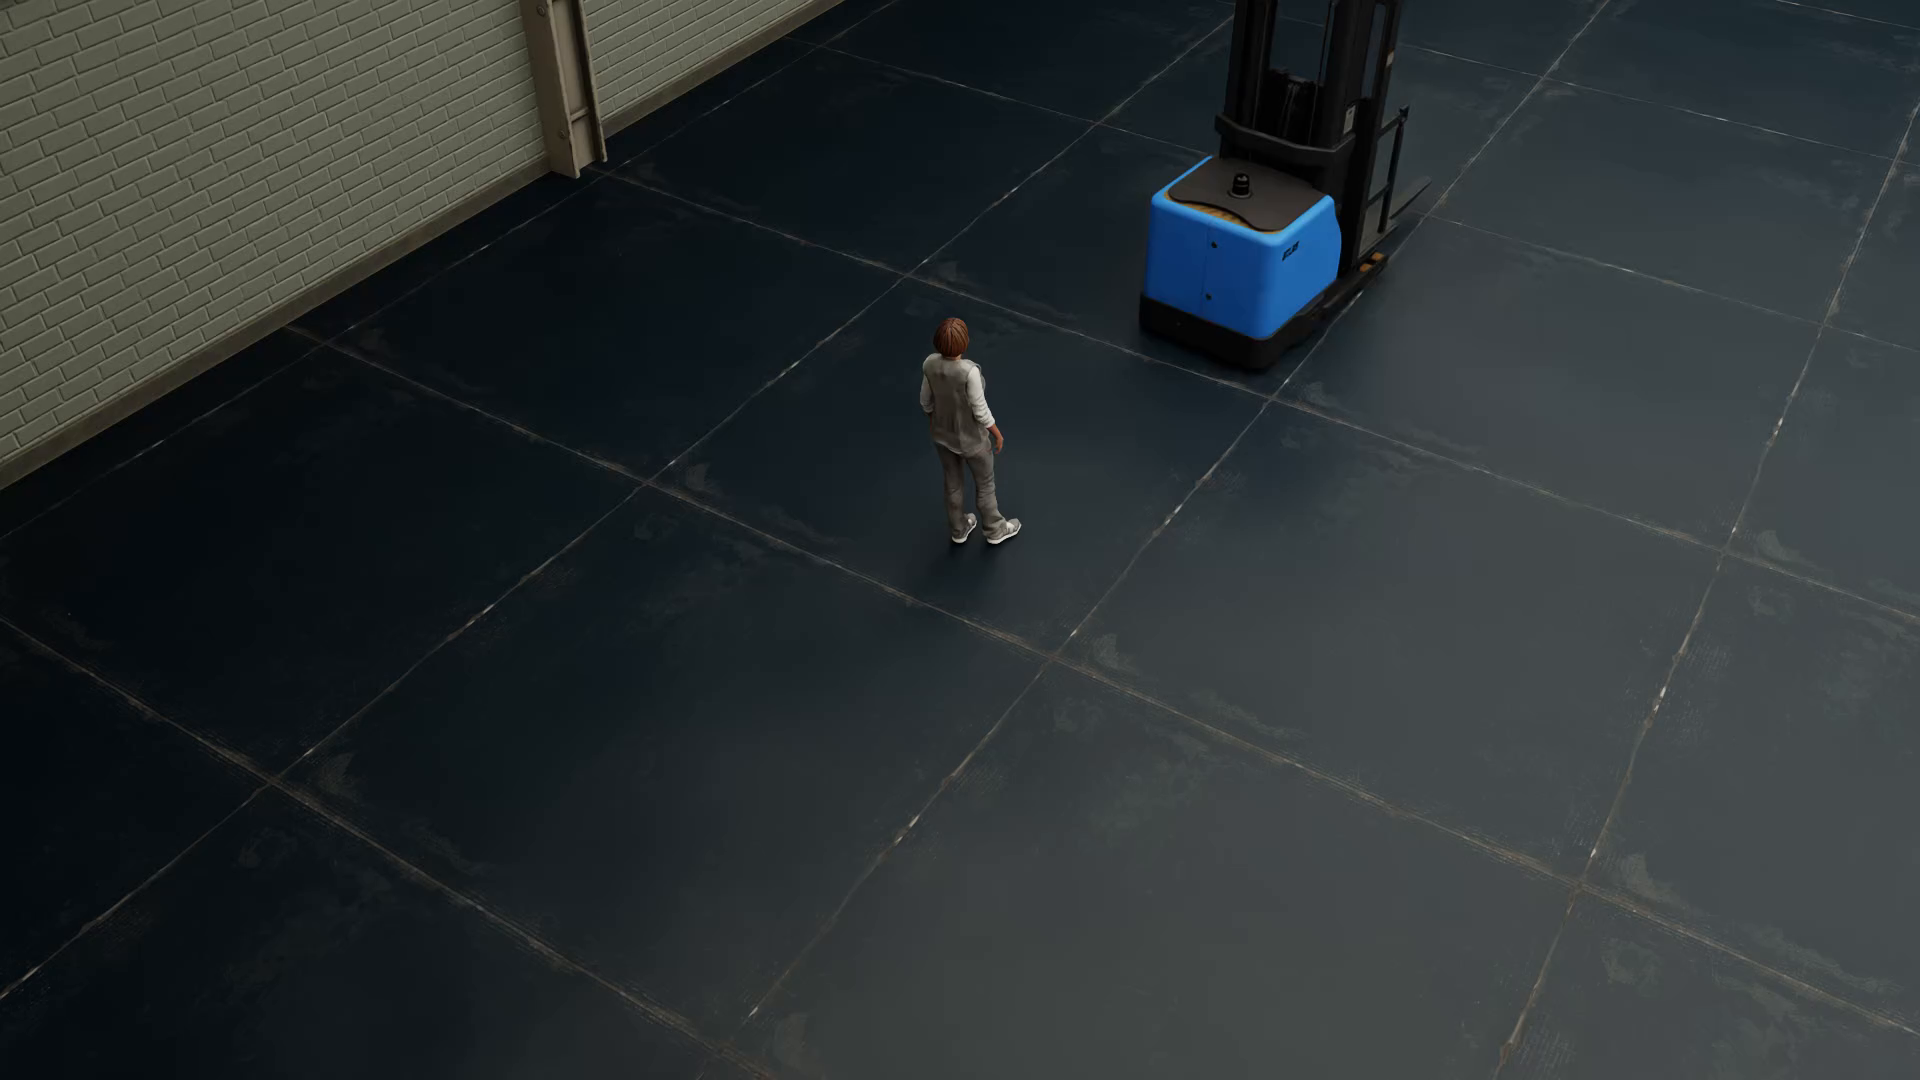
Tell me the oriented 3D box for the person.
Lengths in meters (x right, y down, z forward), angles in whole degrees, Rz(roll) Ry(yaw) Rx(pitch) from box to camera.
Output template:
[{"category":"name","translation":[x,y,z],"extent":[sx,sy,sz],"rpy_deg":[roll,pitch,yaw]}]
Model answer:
[{"category":"person","translation":[0.051,-0.650,9.754],"extent":[0.520,1.597,0.475],"rpy_deg":[22,45,24]}]

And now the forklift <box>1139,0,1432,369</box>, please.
[{"category":"forklift","translation":[2.589,-3.204,11.748],"extent":[1.130,2.935,3.031],"rpy_deg":[27,47,28]}]
